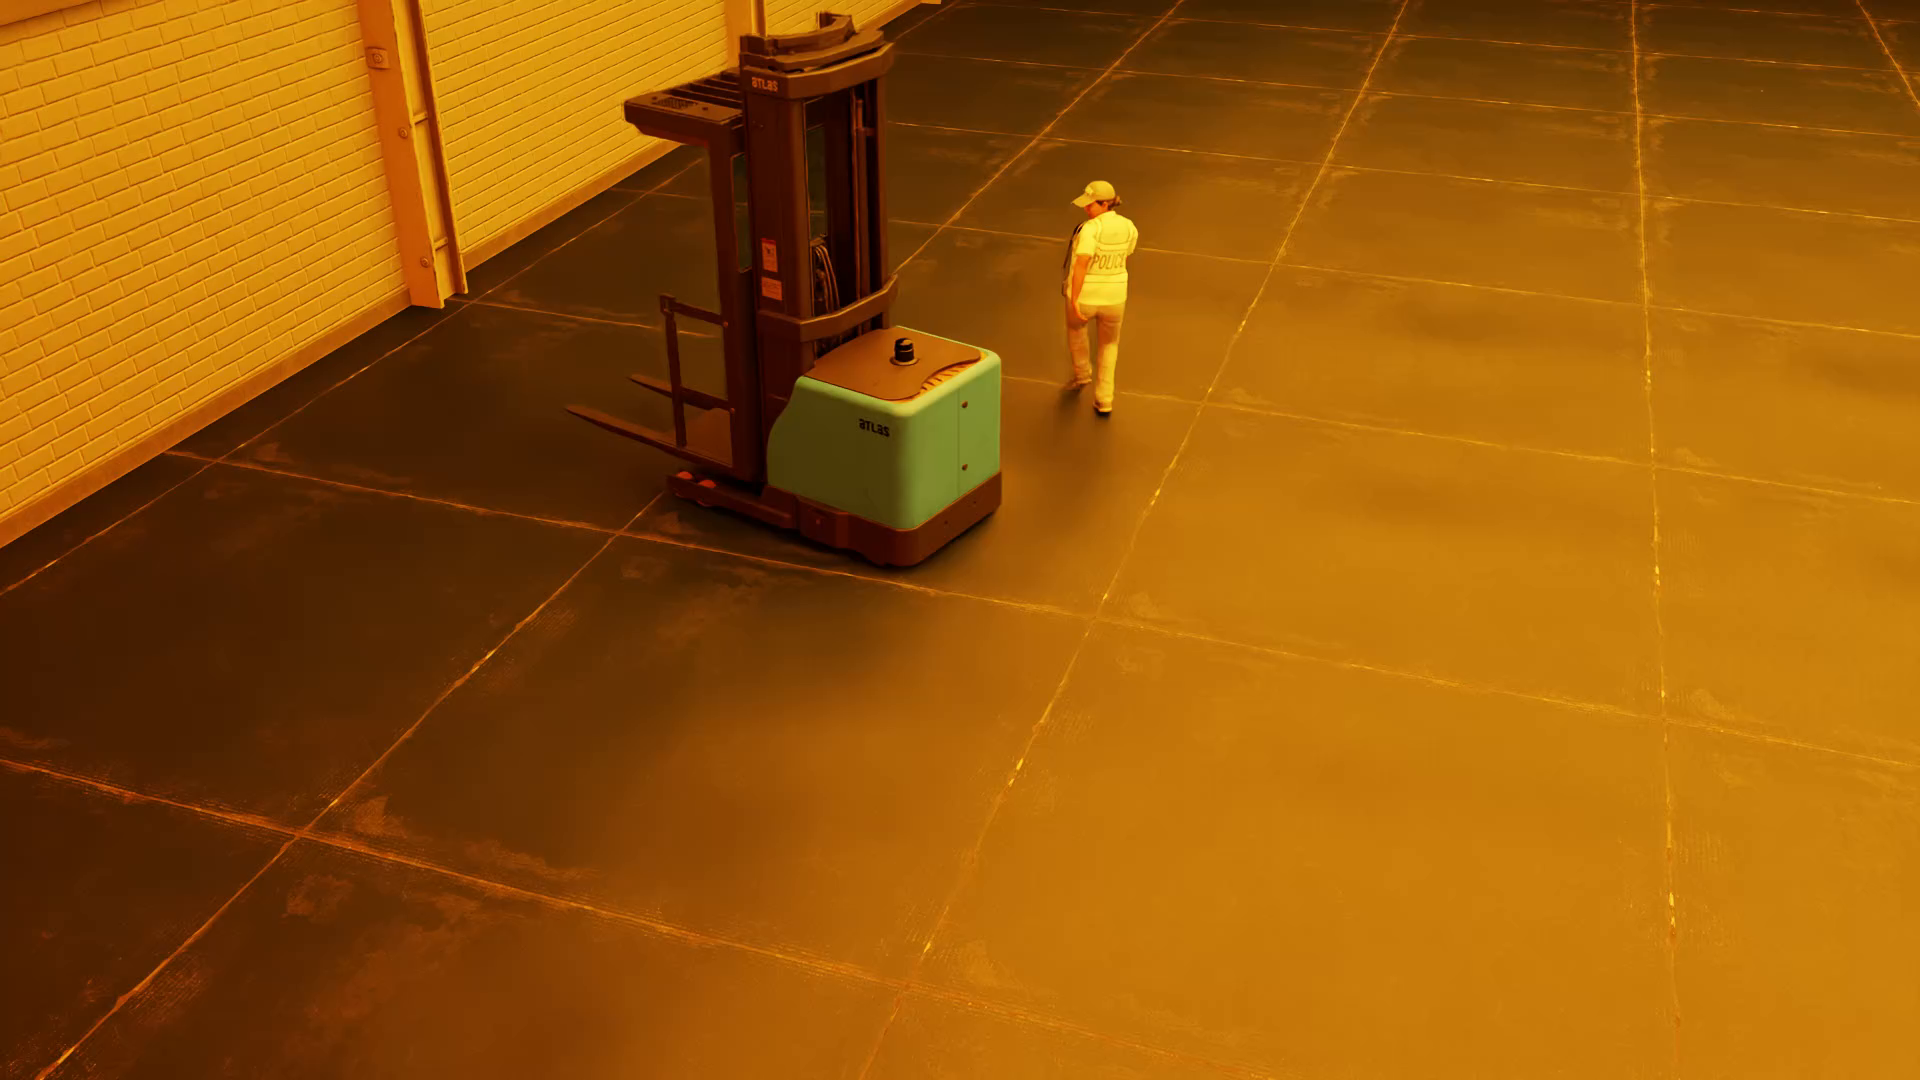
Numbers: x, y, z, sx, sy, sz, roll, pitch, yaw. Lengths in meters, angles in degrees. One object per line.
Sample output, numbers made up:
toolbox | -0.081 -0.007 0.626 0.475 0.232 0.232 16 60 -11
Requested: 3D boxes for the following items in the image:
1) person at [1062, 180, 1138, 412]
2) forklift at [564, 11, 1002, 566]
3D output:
person | 0.954 -1.677 11.480 0.524 1.647 0.844 -4 30 -6
forklift | -1.240 -1.678 10.079 3.031 2.935 1.130 19 35 30
